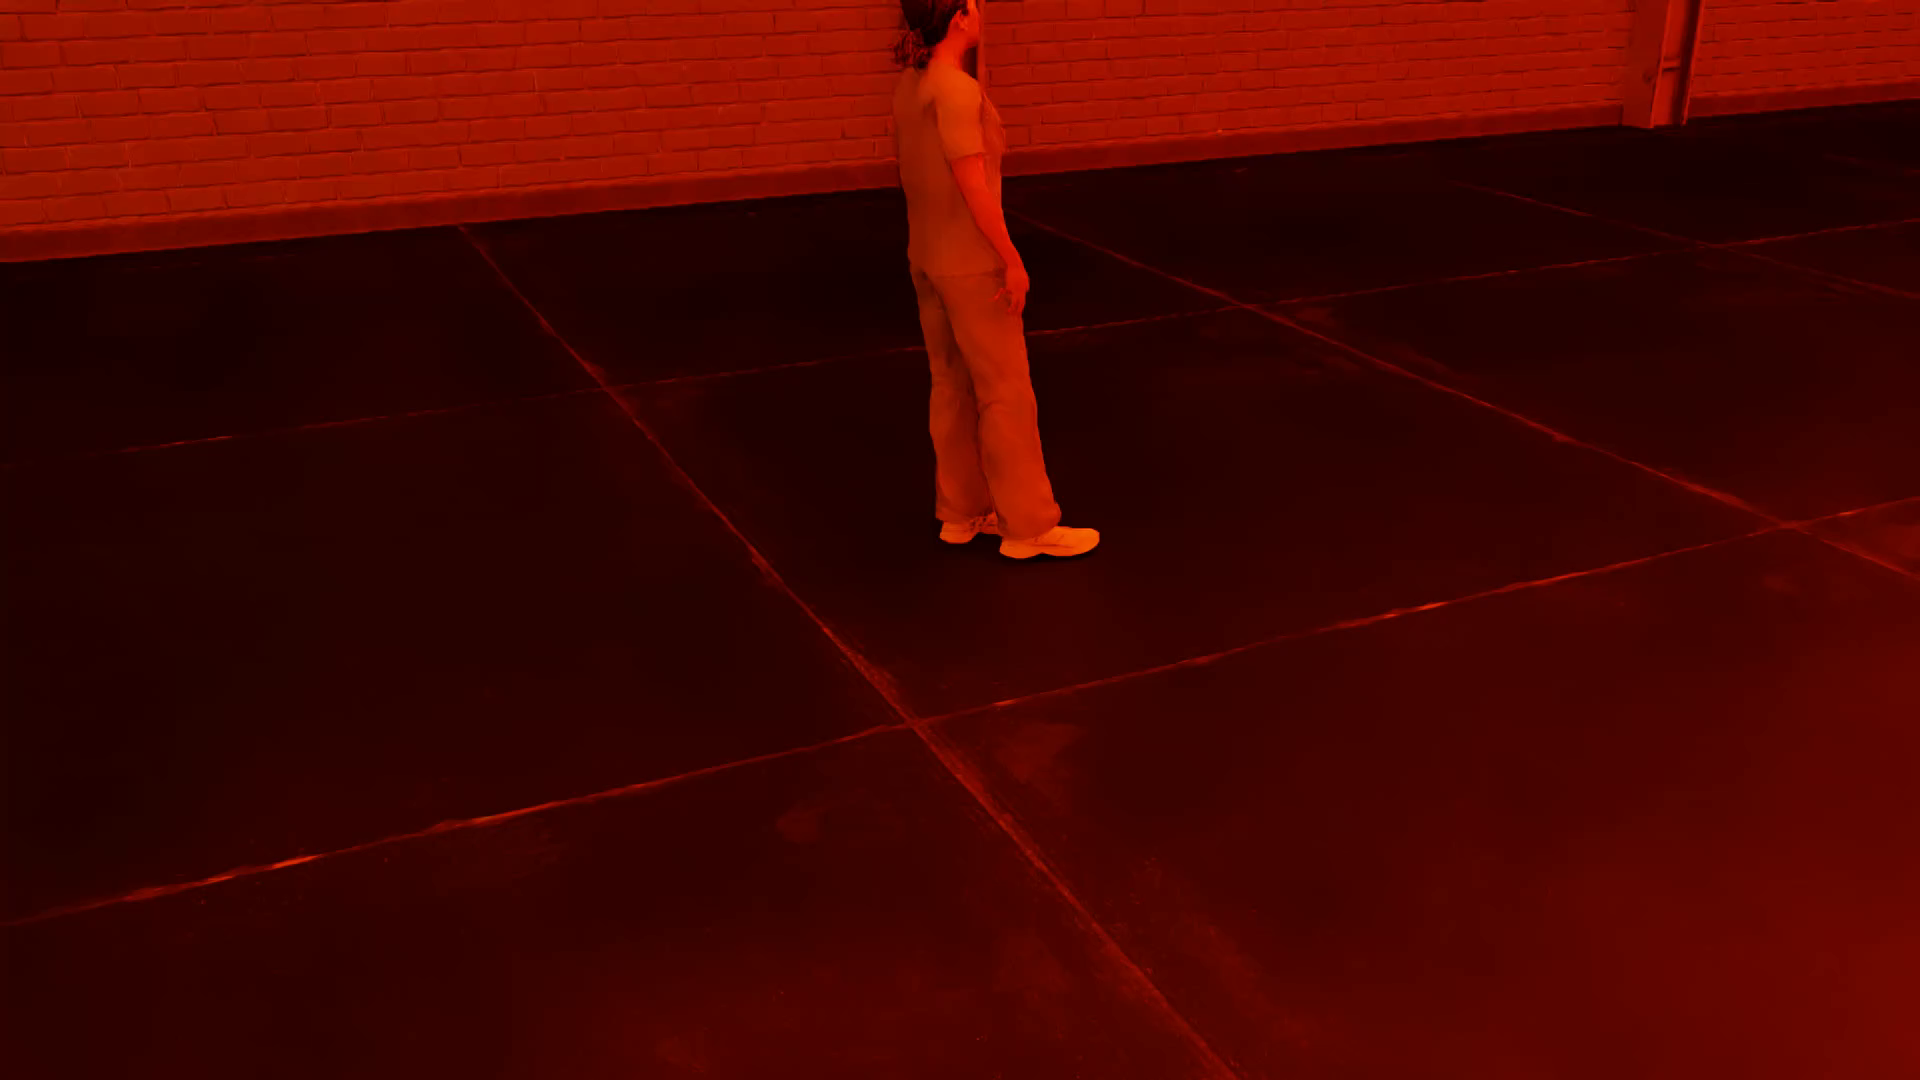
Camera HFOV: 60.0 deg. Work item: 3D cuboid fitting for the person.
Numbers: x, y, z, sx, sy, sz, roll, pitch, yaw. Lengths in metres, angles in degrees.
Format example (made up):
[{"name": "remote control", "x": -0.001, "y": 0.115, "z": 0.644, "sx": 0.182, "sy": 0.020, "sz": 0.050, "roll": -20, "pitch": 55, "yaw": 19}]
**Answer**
[{"name": "person", "x": 0.073, "y": -0.788, "z": 4.800, "sx": 0.548, "sy": 1.674, "sz": 0.550, "roll": -10, "pitch": 25, "yaw": -23}]
